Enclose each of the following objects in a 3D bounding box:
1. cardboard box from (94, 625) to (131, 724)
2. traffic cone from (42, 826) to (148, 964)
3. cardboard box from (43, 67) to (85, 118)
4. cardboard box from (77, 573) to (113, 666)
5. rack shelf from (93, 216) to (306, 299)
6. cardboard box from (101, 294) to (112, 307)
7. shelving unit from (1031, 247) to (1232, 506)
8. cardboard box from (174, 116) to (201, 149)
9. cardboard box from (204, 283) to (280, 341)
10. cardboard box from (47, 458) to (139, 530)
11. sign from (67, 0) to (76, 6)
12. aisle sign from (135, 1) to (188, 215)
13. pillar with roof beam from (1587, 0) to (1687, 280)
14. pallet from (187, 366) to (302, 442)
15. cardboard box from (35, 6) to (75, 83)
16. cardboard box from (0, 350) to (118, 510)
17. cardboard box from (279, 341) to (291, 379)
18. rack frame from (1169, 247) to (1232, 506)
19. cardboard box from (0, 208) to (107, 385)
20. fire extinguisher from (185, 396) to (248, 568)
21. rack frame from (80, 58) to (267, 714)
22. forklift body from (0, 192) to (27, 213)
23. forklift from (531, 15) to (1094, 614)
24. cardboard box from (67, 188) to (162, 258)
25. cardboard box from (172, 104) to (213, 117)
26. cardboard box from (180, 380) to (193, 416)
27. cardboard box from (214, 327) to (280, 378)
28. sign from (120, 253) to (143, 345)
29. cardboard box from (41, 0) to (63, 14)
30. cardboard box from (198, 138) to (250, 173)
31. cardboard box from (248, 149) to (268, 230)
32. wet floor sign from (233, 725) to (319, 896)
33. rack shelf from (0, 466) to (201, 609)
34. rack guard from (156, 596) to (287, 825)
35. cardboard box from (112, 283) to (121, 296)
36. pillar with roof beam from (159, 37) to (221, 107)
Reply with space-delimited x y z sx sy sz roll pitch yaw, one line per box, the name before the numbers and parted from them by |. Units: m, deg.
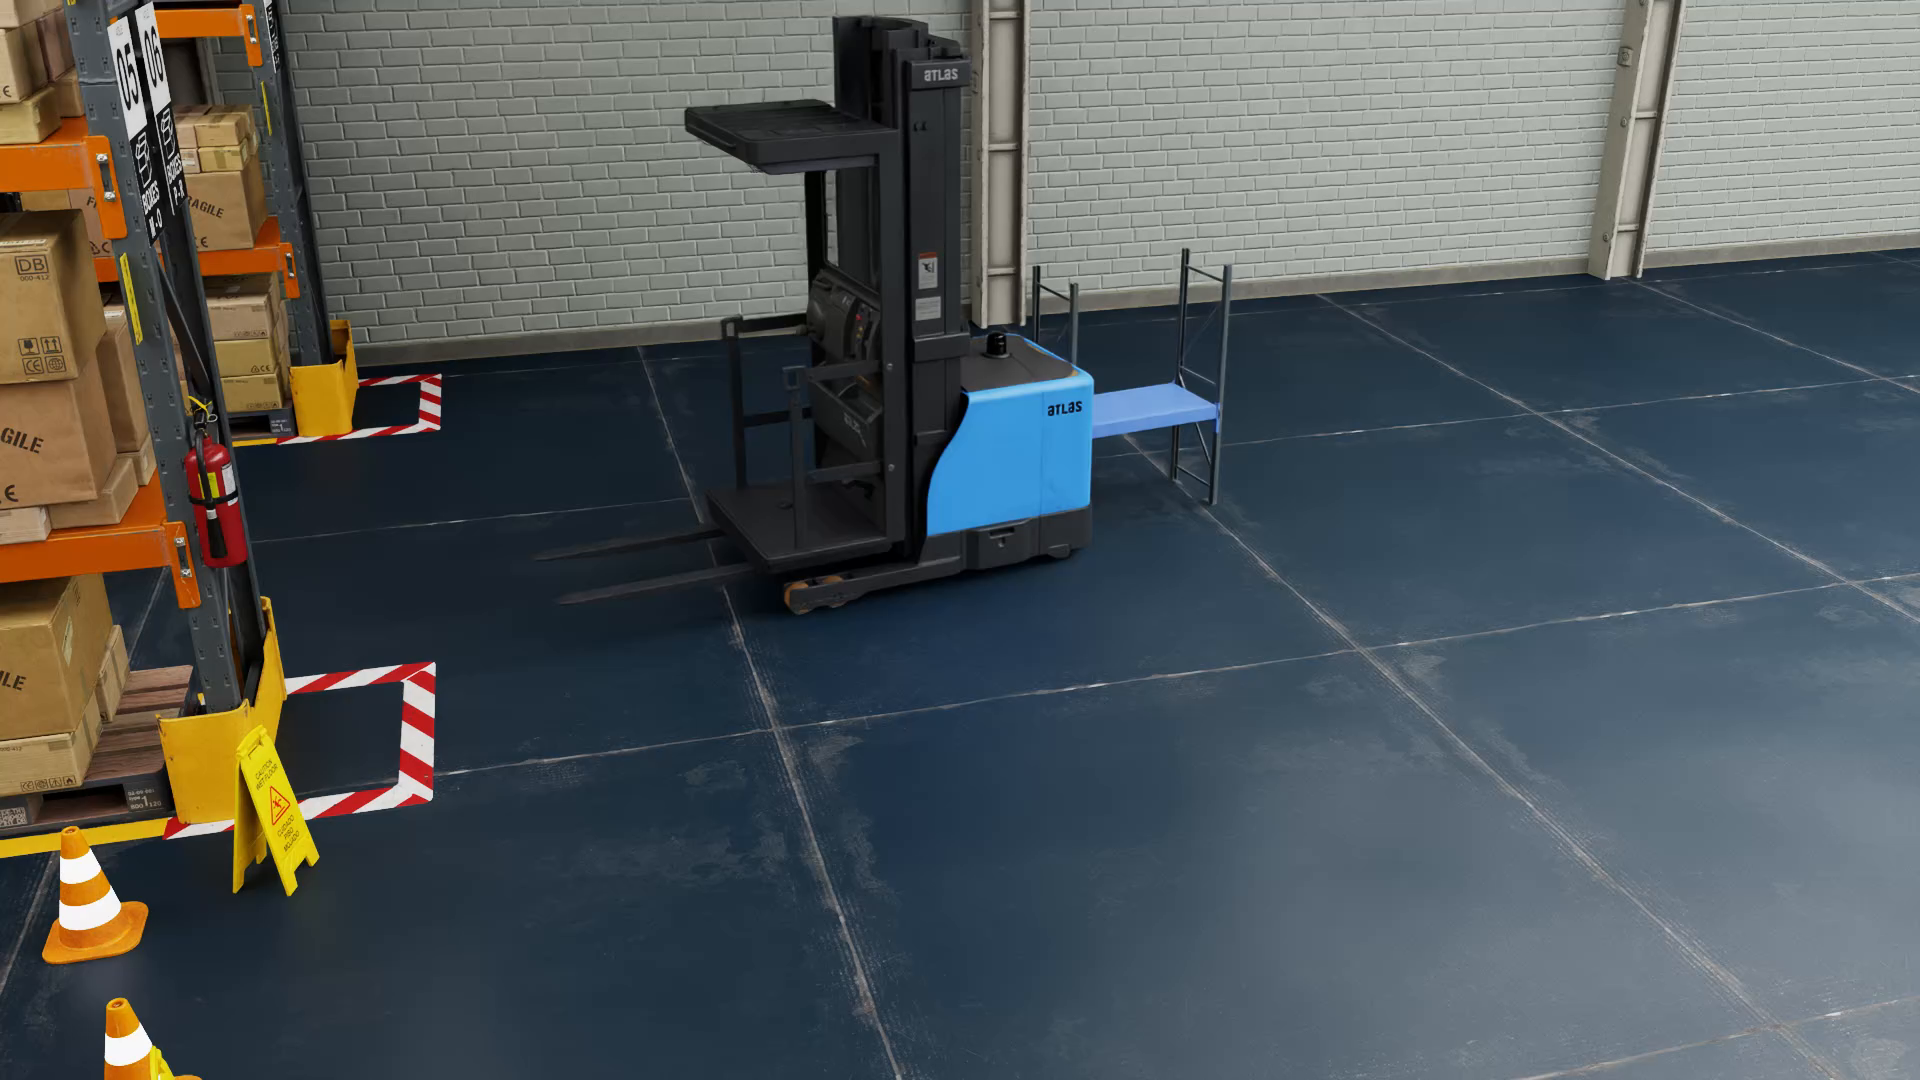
cardboard box | -4.048 0.625 7.444 0.500 0.250 0.500 -7 24 -15
traffic cone | -3.262 1.275 6.192 0.334 0.463 0.336 -6 24 -14
cardboard box | -3.603 -1.777 6.603 0.250 0.149 0.380 -6 24 -14
cardboard box | -4.070 0.283 7.289 0.500 0.500 0.500 -7 24 -16
rack shelf | -6.466 -1.767 10.976 4.000 0.370 1.077 -6 24 -14
cardboard box | -5.873 -1.418 10.937 0.500 0.250 0.500 -6 24 -14
shelving unit | 1.003 -0.907 9.962 1.048 1.500 0.538 -10 25 -23
cardboard box | -5.058 -2.635 10.761 0.250 0.149 0.380 -6 24 -14
cardboard box | -4.900 -1.532 11.203 0.500 0.250 0.500 -5 24 -13
cardboard box | -3.499 -0.190 6.707 0.250 0.149 0.380 -5 24 -13
sign | -3.066 -1.999 5.678 0.005 0.325 0.100 -6 24 -14
aisle sign | -3.220 -1.745 6.717 0.004 0.787 0.394 -6 24 -14
pillar with roof beam | 7.262 -4.979 9.942 0.400 9.000 9.100 -6 24 -14
pallet | -5.266 -0.932 11.654 1.213 0.211 1.003 -6 24 -14
cardboard box | -3.752 -1.920 6.430 0.500 0.250 0.500 -7 24 -15
cardboard box | -3.644 -0.447 6.483 0.500 0.500 0.500 -7 24 -15
cardboard box | -5.066 -1.262 11.841 0.500 0.250 0.500 -6 24 -14
rack frame | 1.463 -0.992 10.161 0.032 1.500 0.500 -10 25 -23
cardboard box | -3.629 -0.931 6.344 0.500 0.500 0.700 -7 24 -16
fire extinguisher | -2.962 -0.228 6.576 0.183 0.674 0.296 -6 24 -14
rack frame | -3.196 -0.426 6.940 0.127 3.000 1.000 -6 24 -14
forklift body | -5.874 -1.026 9.413 1.214 2.155 2.313 -6 24 -14
forklift | -0.804 -1.190 8.806 3.031 2.935 1.130 -10 25 -23
cardboard box | -5.446 -2.153 10.836 0.500 0.500 0.500 -6 24 -13
cardboard box | -5.195 -2.832 11.220 0.250 0.149 0.380 -5 24 -13
cardboard box | -5.389 -1.021 11.279 0.500 0.250 0.500 -6 24 -14
cardboard box | -4.925 -1.299 11.294 0.500 0.250 0.500 -7 24 -15
sign | -3.066 -0.891 6.153 0.005 0.325 0.100 -6 24 -14
cardboard box | -3.594 -2.096 6.333 0.250 0.149 0.380 -6 24 -15
cardboard box | -4.799 -2.511 10.849 0.250 0.149 0.380 -6 24 -14
cardboard box | -5.093 -2.409 11.434 0.500 0.500 0.500 -6 24 -13
wet floor sign | -2.724 1.041 6.505 0.232 0.644 0.267 2 23 4
rack shelf | -5.122 0.117 6.585 4.000 0.370 1.077 -6 24 -14
rack guard | -3.269 0.730 7.414 0.348 0.500 1.175 -6 24 -14
cardboard box | -5.535 -1.666 11.514 0.500 0.250 0.500 -6 24 -14
pillar with roof beam | -4.292 -3.701 6.963 0.400 9.000 9.100 -6 24 -14
